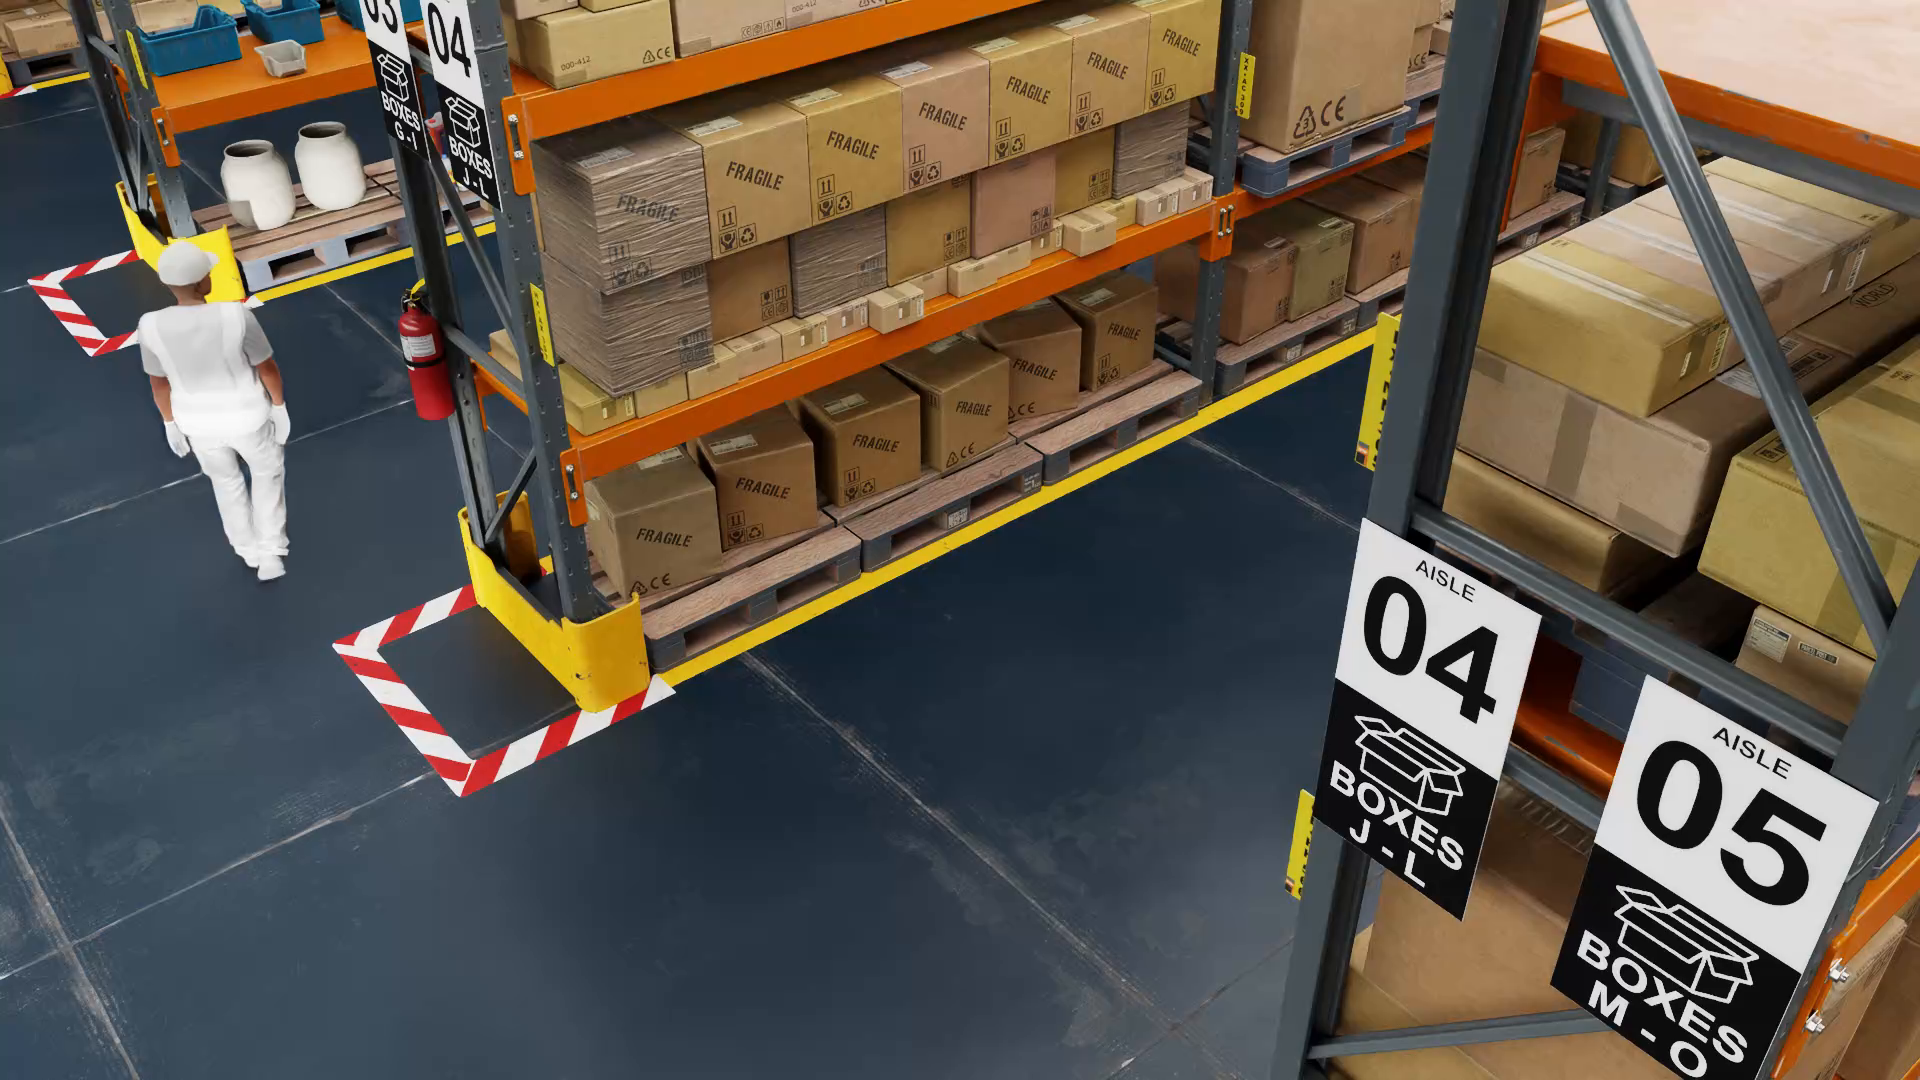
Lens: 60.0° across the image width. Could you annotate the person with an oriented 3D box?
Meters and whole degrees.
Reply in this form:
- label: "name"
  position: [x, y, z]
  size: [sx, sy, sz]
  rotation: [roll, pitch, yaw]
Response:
- label: "person"
  position: [-3.456, -0.586, 7.848]
  size: [0.574, 1.777, 0.645]
  rotation: [-8, 36, -11]
